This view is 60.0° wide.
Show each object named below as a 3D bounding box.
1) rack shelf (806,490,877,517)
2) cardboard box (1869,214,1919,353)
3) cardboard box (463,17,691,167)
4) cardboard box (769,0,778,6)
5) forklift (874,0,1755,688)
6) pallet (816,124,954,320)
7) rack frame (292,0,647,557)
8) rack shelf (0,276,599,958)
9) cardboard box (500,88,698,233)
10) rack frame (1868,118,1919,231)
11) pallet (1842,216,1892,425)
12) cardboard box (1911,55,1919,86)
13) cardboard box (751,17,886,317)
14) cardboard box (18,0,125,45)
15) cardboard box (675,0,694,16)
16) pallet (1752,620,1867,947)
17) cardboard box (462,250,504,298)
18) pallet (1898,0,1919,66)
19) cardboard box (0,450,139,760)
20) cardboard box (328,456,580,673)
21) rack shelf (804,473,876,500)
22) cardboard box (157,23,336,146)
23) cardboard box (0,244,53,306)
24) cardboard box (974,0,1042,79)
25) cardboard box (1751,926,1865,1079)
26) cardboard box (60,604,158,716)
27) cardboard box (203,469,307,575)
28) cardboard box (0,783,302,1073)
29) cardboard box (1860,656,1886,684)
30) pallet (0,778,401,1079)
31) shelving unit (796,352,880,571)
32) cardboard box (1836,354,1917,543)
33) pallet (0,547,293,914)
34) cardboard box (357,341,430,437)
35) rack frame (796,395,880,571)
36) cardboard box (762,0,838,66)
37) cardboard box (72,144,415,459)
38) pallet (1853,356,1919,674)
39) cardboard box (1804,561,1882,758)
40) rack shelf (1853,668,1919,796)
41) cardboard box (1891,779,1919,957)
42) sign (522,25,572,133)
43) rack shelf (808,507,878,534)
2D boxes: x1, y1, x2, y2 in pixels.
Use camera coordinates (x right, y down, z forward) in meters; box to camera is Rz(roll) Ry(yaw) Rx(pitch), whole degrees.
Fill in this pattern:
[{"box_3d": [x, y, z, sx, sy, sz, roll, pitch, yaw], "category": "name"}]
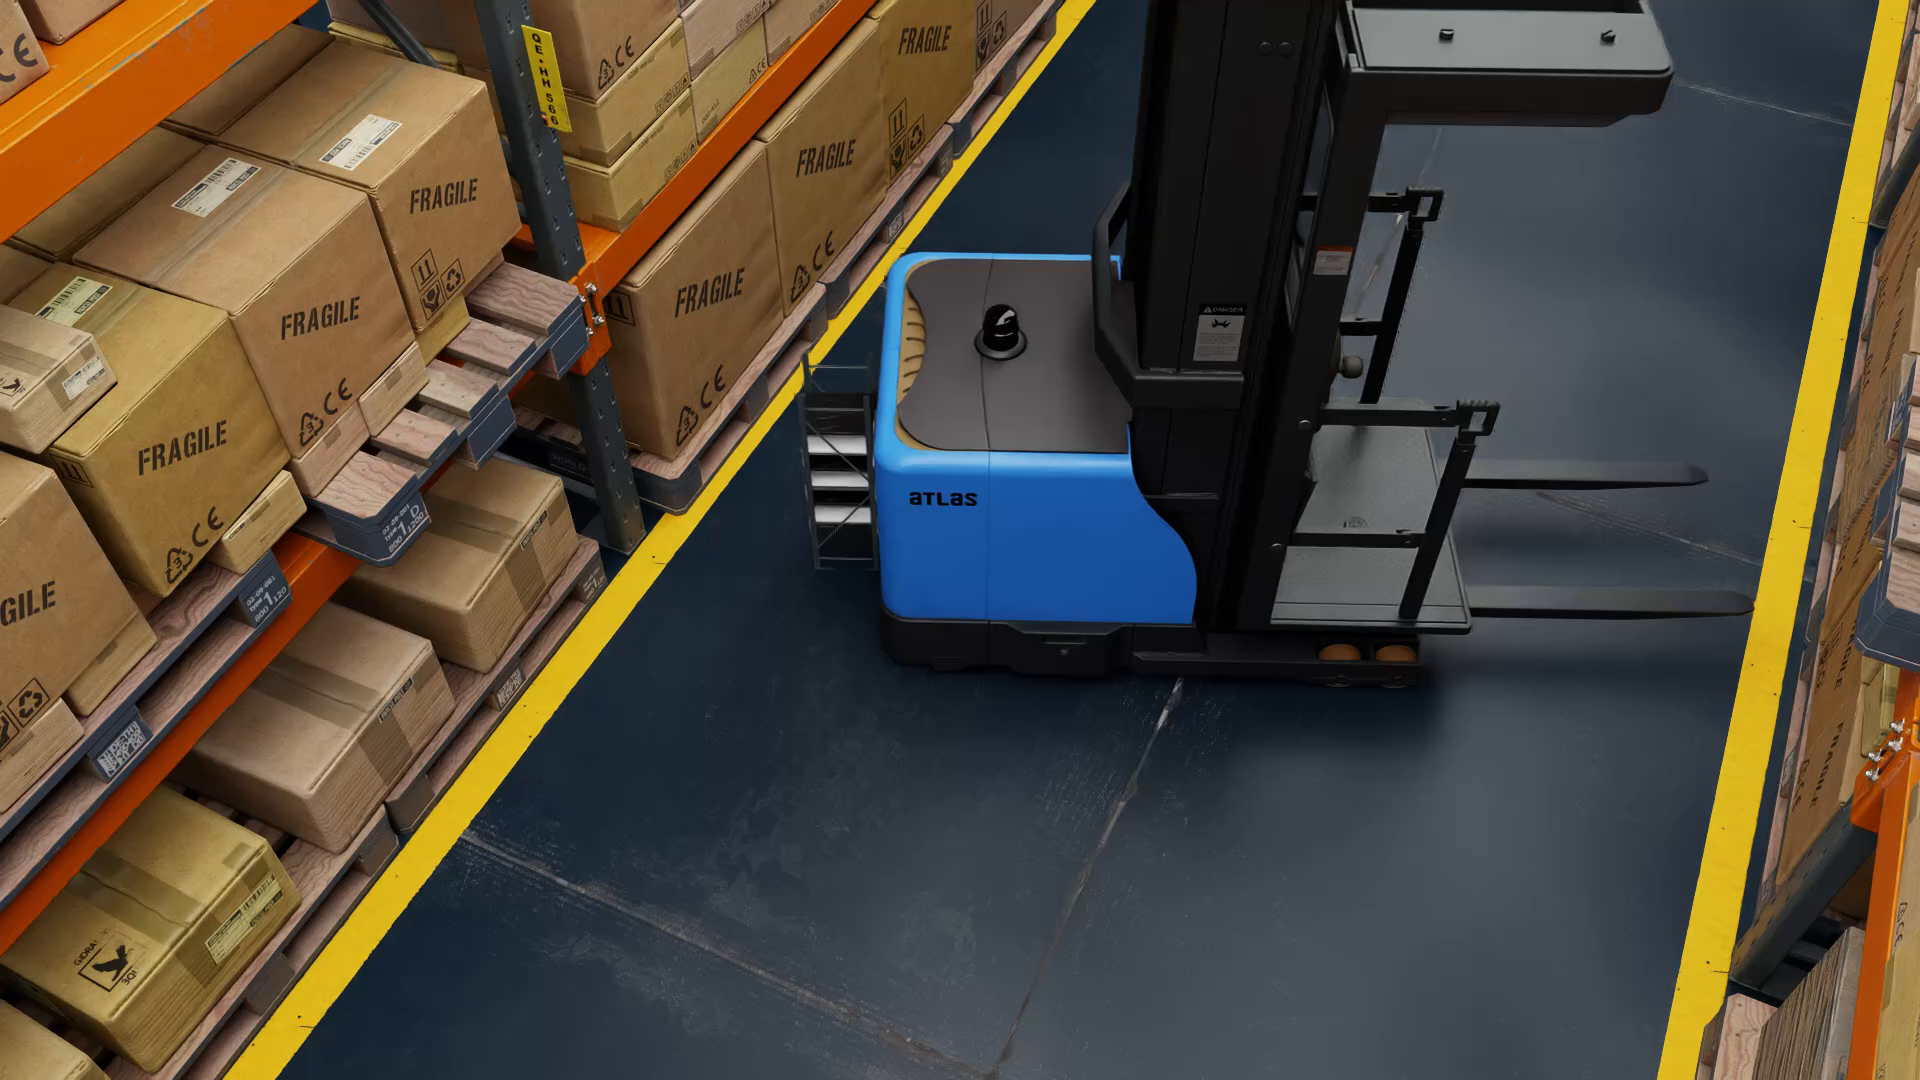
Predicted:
[{"box_3d": [-0.415, -0.180, 5.974, 0.258, 0.077, 0.200, 1, 50, 1], "category": "rack shelf"}, {"box_3d": [3.913, -0.951, 6.455, 0.500, 0.500, 0.500, 19, 52, 16], "category": "cardboard box"}, {"box_3d": [-1.217, -1.494, 5.322, 0.500, 0.250, 0.500, 19, 52, 16], "category": "cardboard box"}, {"box_3d": [-0.771, -2.189, 5.913, 0.500, 0.250, 0.500, 20, 52, 16], "category": "cardboard box"}, {"box_3d": [1.246, -0.846, 5.046, 3.031, 2.935, 1.130, 1, 50, 1], "category": "forklift"}, {"box_3d": [-0.729, -1.564, 7.442, 1.003, 0.211, 1.213, 20, 52, 16], "category": "pallet"}, {"box_3d": [-1.657, -1.112, 5.227, 1.000, 3.000, 0.127, 20, 52, 16], "category": "rack frame"}, {"box_3d": [-2.511, 0.498, 4.329, 1.077, 0.370, 4.000, 20, 52, 16], "category": "rack shelf"}, {"box_3d": [-1.220, -1.319, 5.501, 0.500, 0.250, 0.500, 19, 52, 15], "category": "cardboard box"}, {"box_3d": [4.541, -2.254, 6.199, 1.000, 3.000, 0.127, 20, 52, 16], "category": "rack frame"}, {"box_3d": [4.228, -0.778, 6.774, 1.003, 0.211, 1.213, 20, 52, 16], "category": "pallet"}, {"box_3d": [4.666, -2.229, 7.697, 0.396, 0.266, 0.258, 22, 53, 17], "category": "cardboard box"}, {"box_3d": [-0.902, -1.621, 6.779, 0.875, 0.875, 0.875, 20, 53, 17], "category": "cardboard box"}, {"box_3d": [-2.071, -1.467, 3.494, 0.700, 0.500, 0.500, 20, 52, 16], "category": "cardboard box"}, {"box_3d": [-1.022, -2.074, 5.323, 0.500, 0.500, 0.500, 20, 52, 16], "category": "cardboard box"}, {"box_3d": [3.186, 0.902, 5.344, 1.003, 0.211, 1.213, 20, 52, 16], "category": "pallet"}, {"box_3d": [-1.584, -0.865, 4.906, 0.380, 0.149, 0.250, 22, 53, 17], "category": "cardboard box"}, {"box_3d": [5.356, -2.666, 8.380, 1.003, 0.211, 1.213, 20, 52, 16], "category": "pallet"}, {"box_3d": [-2.259, 0.109, 3.651, 0.500, 0.500, 0.500, 18, 52, 15], "category": "cardboard box"}, {"box_3d": [-1.907, -0.011, 5.740, 0.950, 0.372, 0.625, 17, 52, 14], "category": "cardboard box"}, {"box_3d": [-0.416, -0.238, 5.906, 0.258, 0.077, 0.200, 1, 50, 1], "category": "rack shelf"}, {"box_3d": [-2.058, -1.143, 4.716, 0.500, 0.500, 0.500, 18, 52, 15], "category": "cardboard box"}, {"box_3d": [-2.495, -0.414, 4.096, 0.500, 0.500, 0.500, 21, 53, 17], "category": "cardboard box"}, {"box_3d": [-0.141, -2.861, 7.835, 0.875, 0.875, 0.875, 21, 53, 17], "category": "cardboard box"}, {"box_3d": [2.554, 1.559, 4.238, 0.875, 0.625, 0.625, 21, 53, 17], "category": "cardboard box"}, {"box_3d": [-2.175, 0.228, 3.976, 0.380, 0.149, 0.250, 18, 52, 15], "category": "cardboard box"}, {"box_3d": [-1.920, -0.104, 4.258, 0.380, 0.149, 0.250, 21, 53, 17], "category": "cardboard box"}, {"box_3d": [-2.544, 1.020, 4.862, 0.950, 0.372, 0.625, 21, 53, 17], "category": "cardboard box"}, {"box_3d": [2.903, 0.343, 4.928, 0.380, 0.149, 0.250, 17, 52, 14], "category": "cardboard box"}, {"box_3d": [-2.515, 1.166, 5.119, 1.003, 0.211, 1.213, 20, 52, 16], "category": "pallet"}, {"box_3d": [-0.416, -0.260, 5.880, 0.258, 0.900, 0.210, 1, 50, 1], "category": "shelving unit"}, {"box_3d": [3.468, -0.253, 5.862, 0.500, 0.500, 0.500, 18, 52, 15], "category": "cardboard box"}, {"box_3d": [-2.466, 0.326, 4.129, 1.003, 0.211, 1.213, 20, 52, 16], "category": "pallet"}, {"box_3d": [-1.700, -0.469, 4.568, 0.380, 0.149, 0.250, 19, 52, 16], "category": "cardboard box"}, {"box_3d": [-0.418, -0.183, 5.814, 0.240, 0.900, 0.006, 1, 50, 1], "category": "rack frame"}, {"box_3d": [-0.788, -2.038, 6.113, 0.500, 0.250, 0.500, 21, 53, 17], "category": "cardboard box"}, {"box_3d": [-1.811, -0.614, 4.266, 0.500, 0.500, 0.500, 19, 52, 16], "category": "cardboard box"}, {"box_3d": [3.059, 0.073, 4.345, 1.213, 0.211, 1.003, 20, 52, 16], "category": "pallet"}, {"box_3d": [3.042, 0.472, 5.245, 0.500, 0.500, 0.500, 19, 52, 16], "category": "cardboard box"}, {"box_3d": [3.687, -0.644, 5.301, 1.077, 0.370, 4.000, 20, 52, 16], "category": "rack shelf"}, {"box_3d": [2.422, 0.775, 3.720, 0.500, 0.250, 0.500, 20, 52, 16], "category": "cardboard box"}, {"box_3d": [-1.162, -1.292, 4.671, 0.100, 0.325, 0.005, 20, 52, 16], "category": "sign"}, {"box_3d": [-0.415, -0.122, 6.043, 0.258, 0.077, 0.200, 1, 50, 1], "category": "rack shelf"}]
